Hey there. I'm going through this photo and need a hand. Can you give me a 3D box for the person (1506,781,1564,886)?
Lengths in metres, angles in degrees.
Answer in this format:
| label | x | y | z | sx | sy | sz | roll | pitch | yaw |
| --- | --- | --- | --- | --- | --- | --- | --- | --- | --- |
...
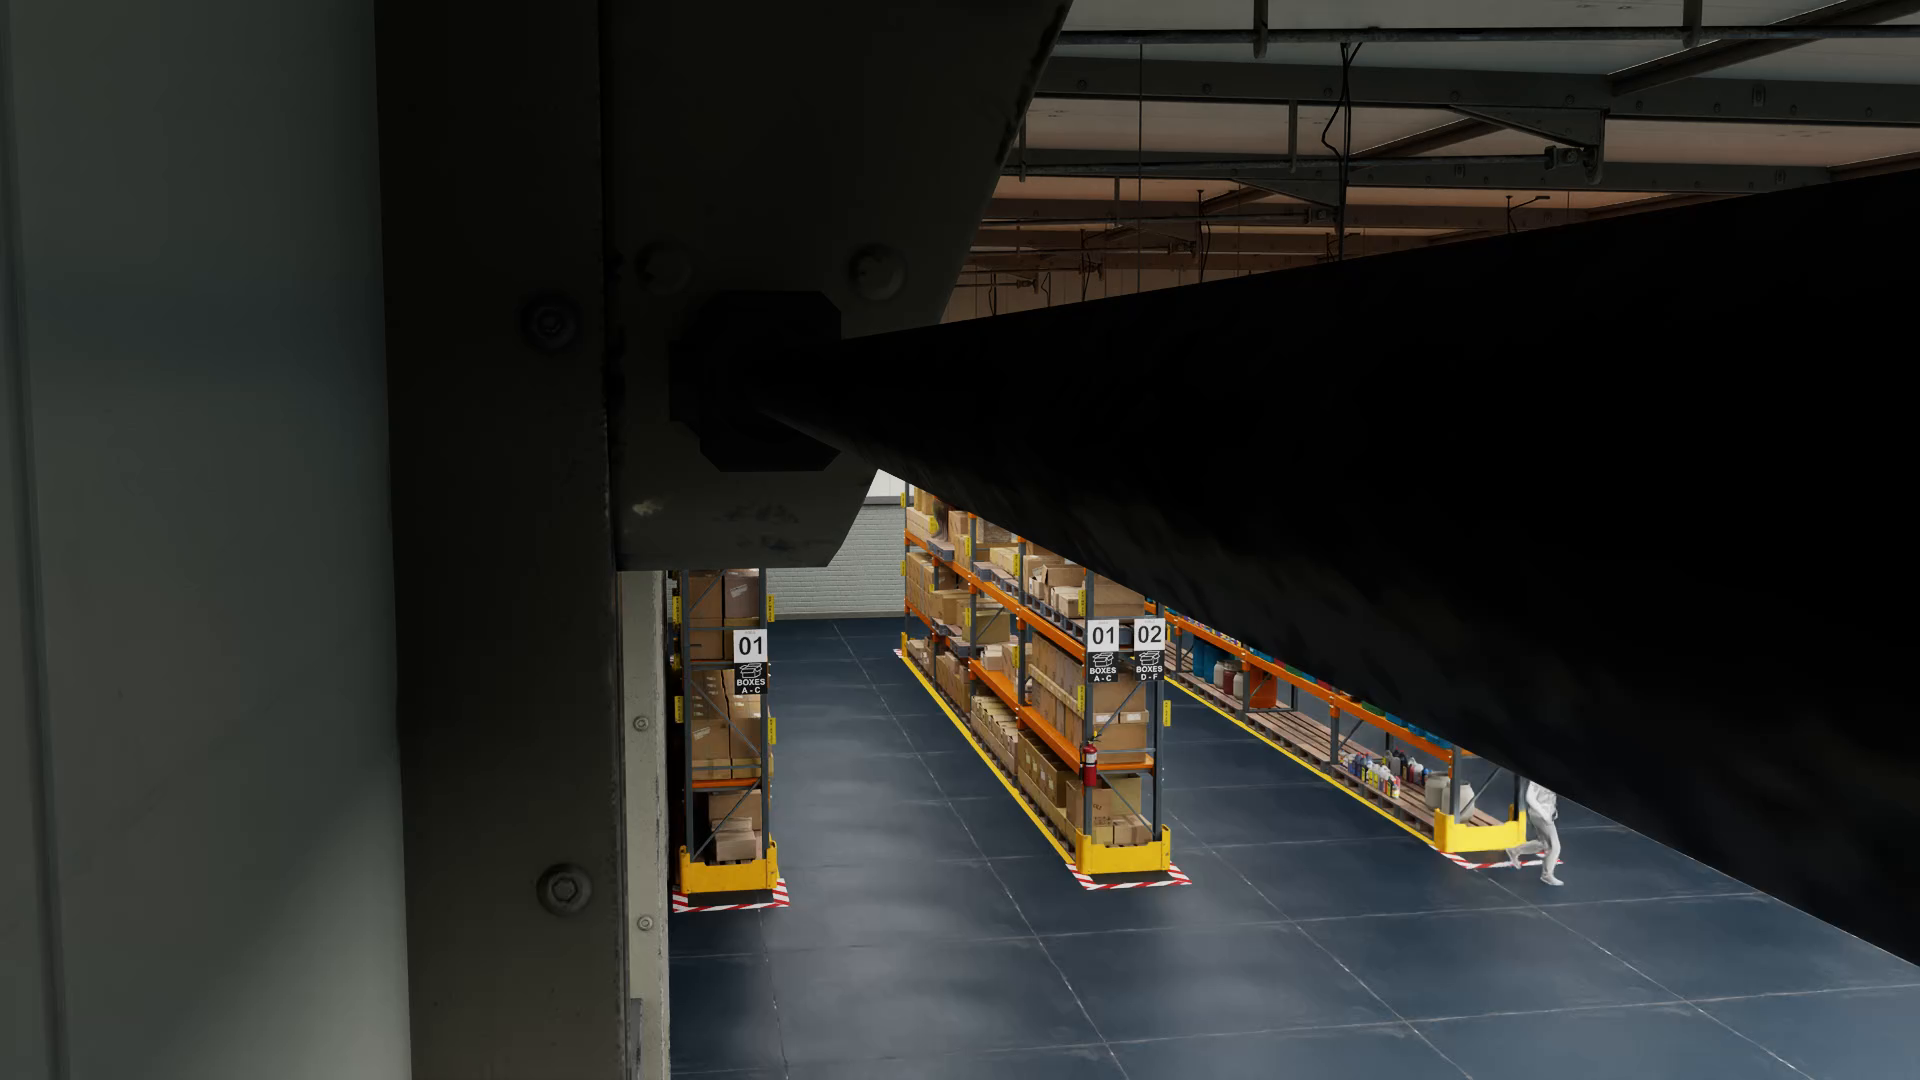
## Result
| label | x | y | z | sx | sy | sz | roll | pitch | yaw |
| --- | --- | --- | --- | --- | --- | --- | --- | --- | --- |
| person | 7.103 | 3.399 | 20.500 | 0.714 | 1.686 | 0.643 | 3 | 7 | 28 |
